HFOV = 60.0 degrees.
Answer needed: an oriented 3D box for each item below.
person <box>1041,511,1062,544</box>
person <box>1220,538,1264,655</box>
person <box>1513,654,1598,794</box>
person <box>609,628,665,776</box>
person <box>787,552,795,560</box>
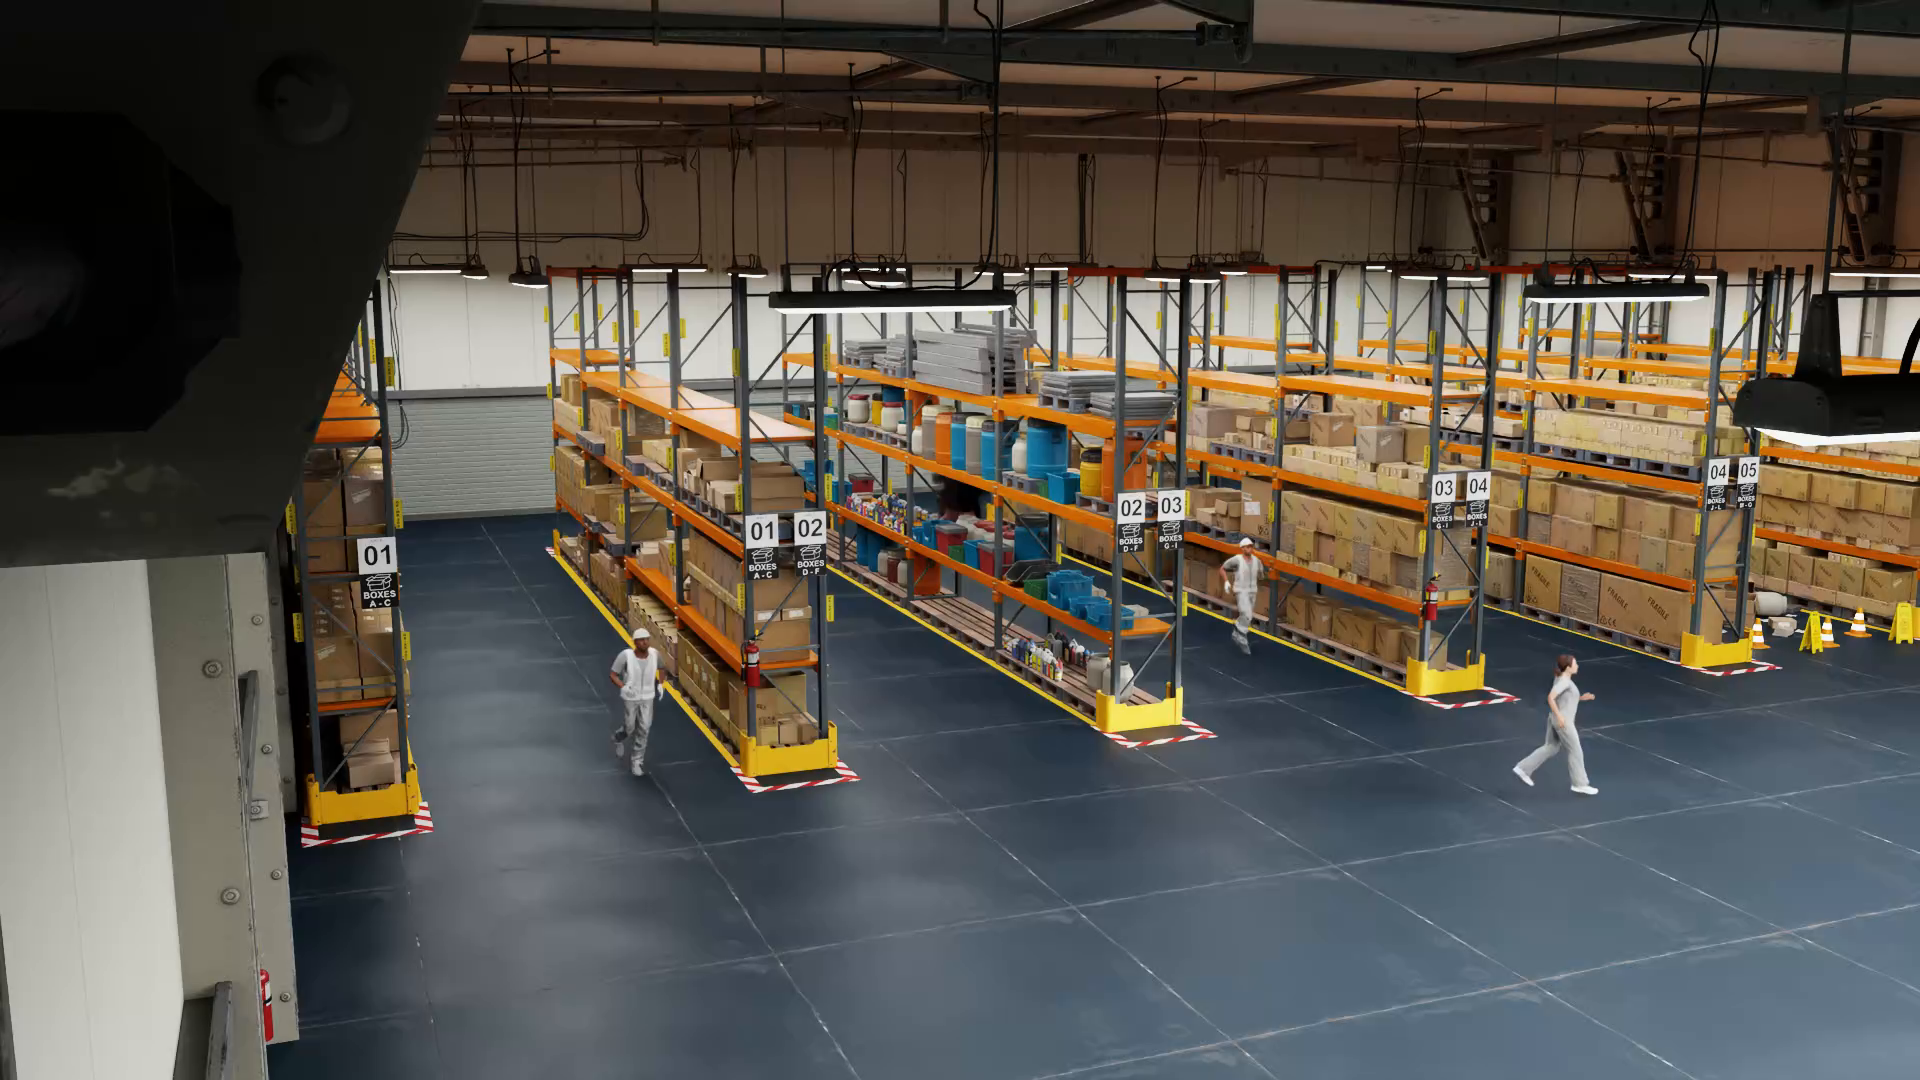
[{"bbox_3d":[1.621,0.020,30.353,0.535,1.557,0.512,-6,12,-31],"label":"person"},{"bbox_3d":[4.531,0.881,26.439,0.644,1.846,0.776,-5,11,-27],"label":"person"},{"bbox_3d":[6.995,2.137,19.409,0.969,1.660,0.561,1,10,7],"label":"person"},{"bbox_3d":[-3.955,1.946,20.517,0.721,1.772,0.783,-5,11,-27],"label":"person"},{"bbox_3d":[-2.964,0.255,30.344,0.629,1.437,0.575,-4,11,-24],"label":"person"}]
